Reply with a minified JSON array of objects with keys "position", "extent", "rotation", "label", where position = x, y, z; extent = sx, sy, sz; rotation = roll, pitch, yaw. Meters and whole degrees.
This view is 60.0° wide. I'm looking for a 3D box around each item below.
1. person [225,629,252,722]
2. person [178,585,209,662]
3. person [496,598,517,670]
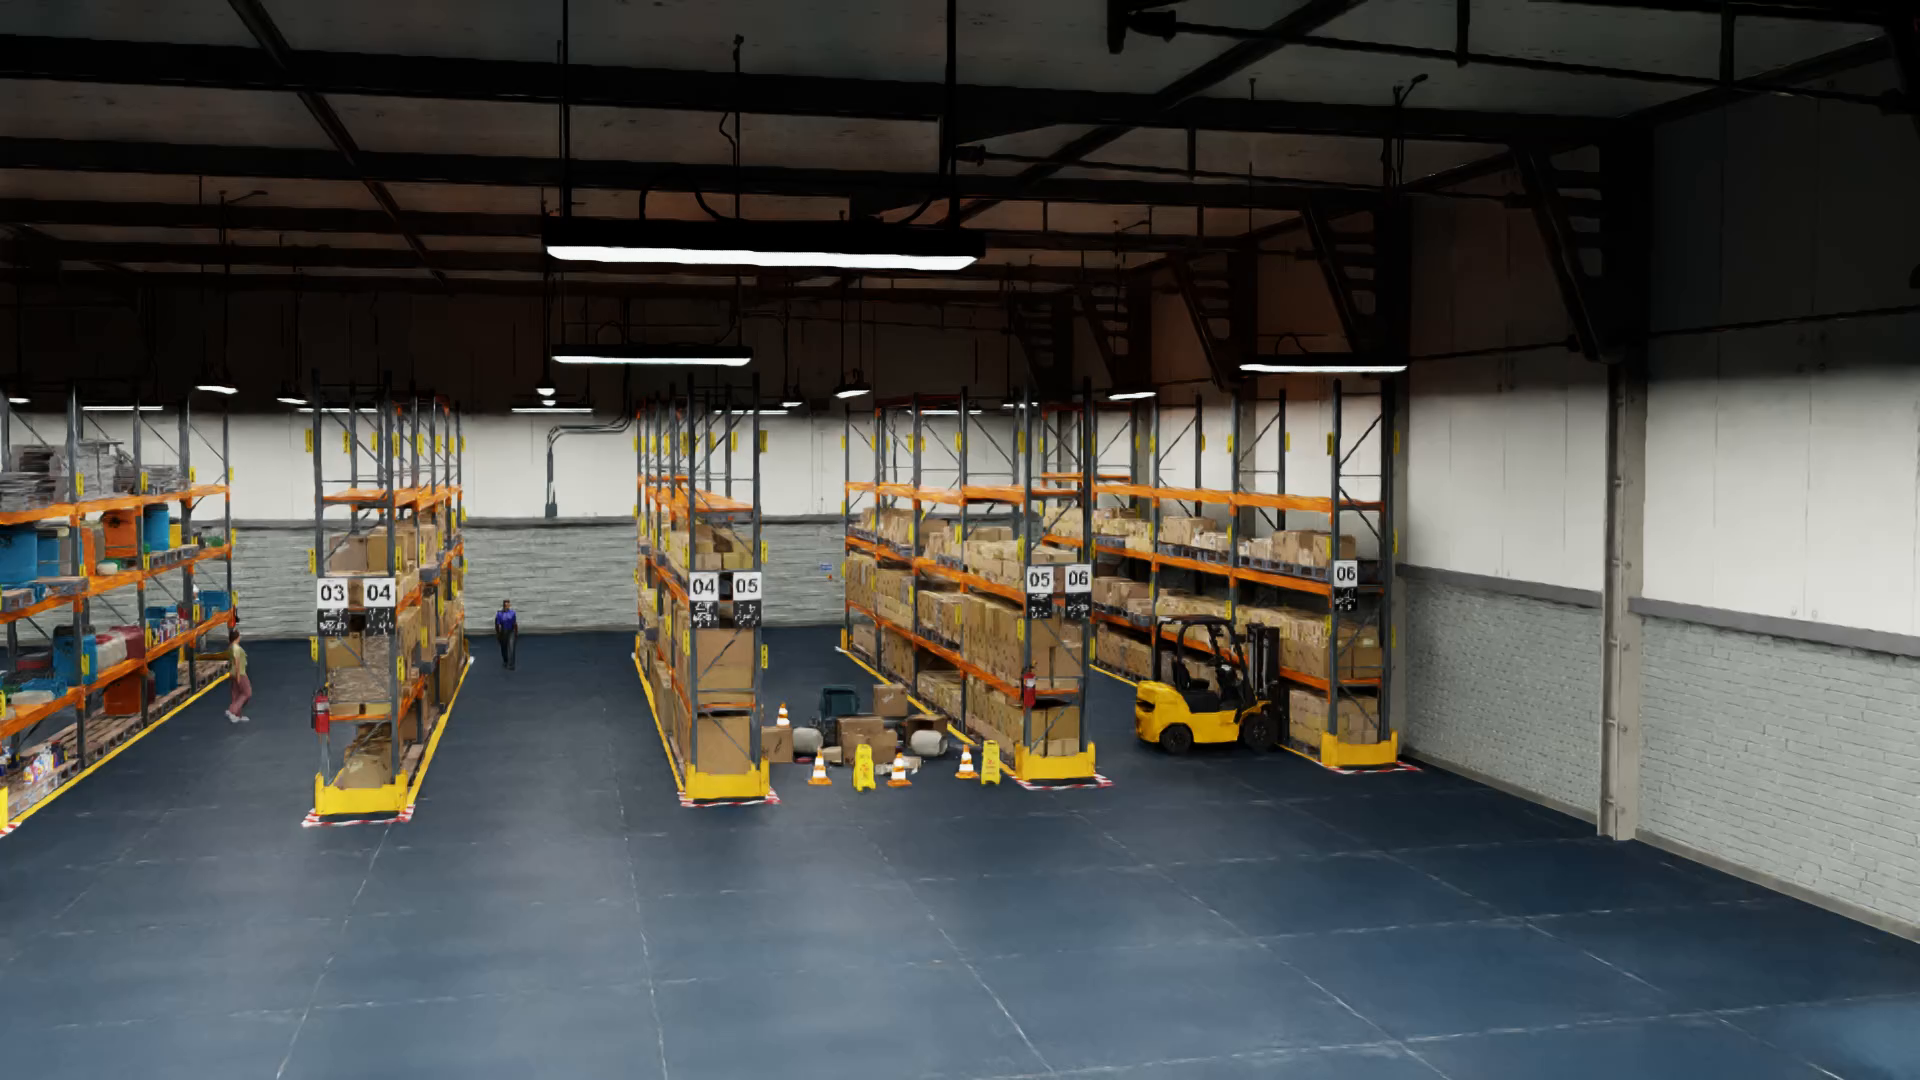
[{"position":[-13.009,2.441,29.898],"extent":[0.435,1.671,0.492],"rotation":[-3,4,-38],"label":"person"},{"position":[-17.609,1.899,38.251],"extent":[0.562,1.765,0.737],"rotation":[1,4,23],"label":"person"},{"position":[-10.058,2.070,36.873],"extent":[0.447,1.574,1.088],"rotation":[-1,3,-11],"label":"person"}]
